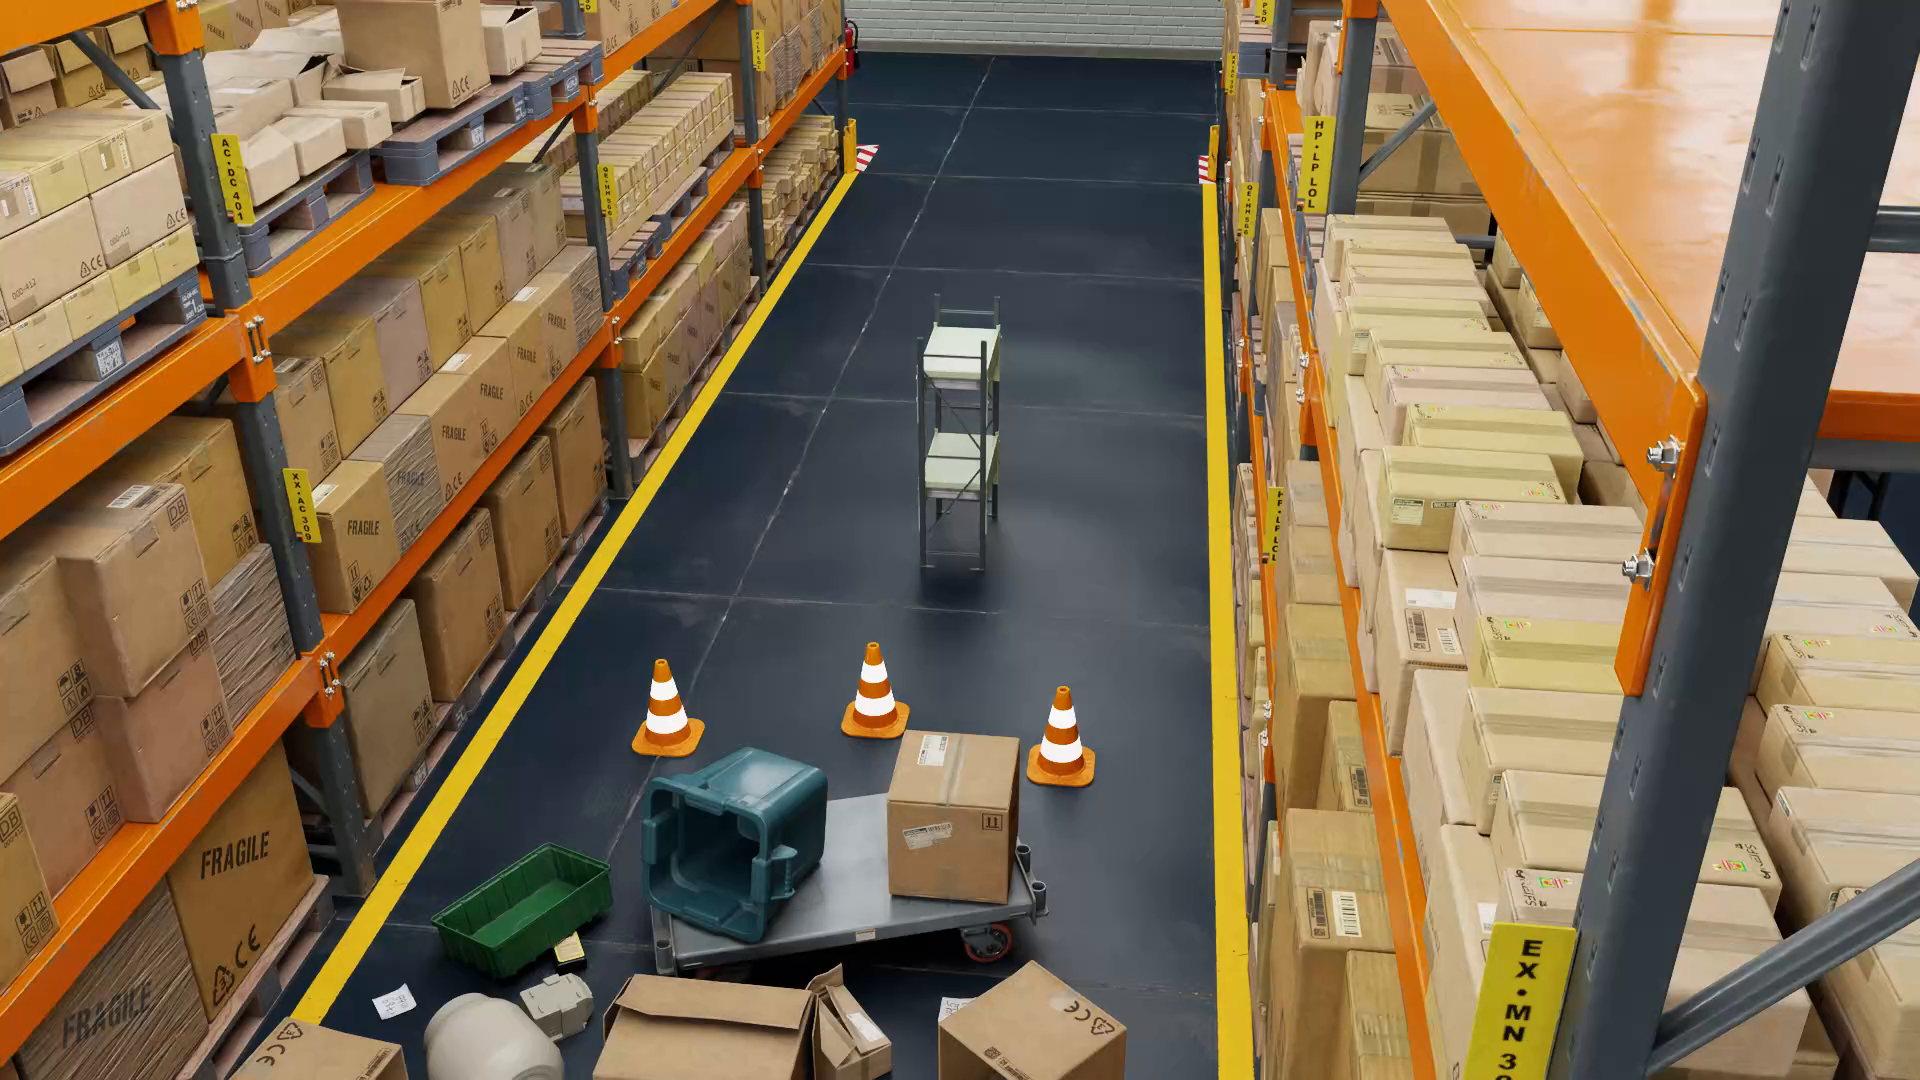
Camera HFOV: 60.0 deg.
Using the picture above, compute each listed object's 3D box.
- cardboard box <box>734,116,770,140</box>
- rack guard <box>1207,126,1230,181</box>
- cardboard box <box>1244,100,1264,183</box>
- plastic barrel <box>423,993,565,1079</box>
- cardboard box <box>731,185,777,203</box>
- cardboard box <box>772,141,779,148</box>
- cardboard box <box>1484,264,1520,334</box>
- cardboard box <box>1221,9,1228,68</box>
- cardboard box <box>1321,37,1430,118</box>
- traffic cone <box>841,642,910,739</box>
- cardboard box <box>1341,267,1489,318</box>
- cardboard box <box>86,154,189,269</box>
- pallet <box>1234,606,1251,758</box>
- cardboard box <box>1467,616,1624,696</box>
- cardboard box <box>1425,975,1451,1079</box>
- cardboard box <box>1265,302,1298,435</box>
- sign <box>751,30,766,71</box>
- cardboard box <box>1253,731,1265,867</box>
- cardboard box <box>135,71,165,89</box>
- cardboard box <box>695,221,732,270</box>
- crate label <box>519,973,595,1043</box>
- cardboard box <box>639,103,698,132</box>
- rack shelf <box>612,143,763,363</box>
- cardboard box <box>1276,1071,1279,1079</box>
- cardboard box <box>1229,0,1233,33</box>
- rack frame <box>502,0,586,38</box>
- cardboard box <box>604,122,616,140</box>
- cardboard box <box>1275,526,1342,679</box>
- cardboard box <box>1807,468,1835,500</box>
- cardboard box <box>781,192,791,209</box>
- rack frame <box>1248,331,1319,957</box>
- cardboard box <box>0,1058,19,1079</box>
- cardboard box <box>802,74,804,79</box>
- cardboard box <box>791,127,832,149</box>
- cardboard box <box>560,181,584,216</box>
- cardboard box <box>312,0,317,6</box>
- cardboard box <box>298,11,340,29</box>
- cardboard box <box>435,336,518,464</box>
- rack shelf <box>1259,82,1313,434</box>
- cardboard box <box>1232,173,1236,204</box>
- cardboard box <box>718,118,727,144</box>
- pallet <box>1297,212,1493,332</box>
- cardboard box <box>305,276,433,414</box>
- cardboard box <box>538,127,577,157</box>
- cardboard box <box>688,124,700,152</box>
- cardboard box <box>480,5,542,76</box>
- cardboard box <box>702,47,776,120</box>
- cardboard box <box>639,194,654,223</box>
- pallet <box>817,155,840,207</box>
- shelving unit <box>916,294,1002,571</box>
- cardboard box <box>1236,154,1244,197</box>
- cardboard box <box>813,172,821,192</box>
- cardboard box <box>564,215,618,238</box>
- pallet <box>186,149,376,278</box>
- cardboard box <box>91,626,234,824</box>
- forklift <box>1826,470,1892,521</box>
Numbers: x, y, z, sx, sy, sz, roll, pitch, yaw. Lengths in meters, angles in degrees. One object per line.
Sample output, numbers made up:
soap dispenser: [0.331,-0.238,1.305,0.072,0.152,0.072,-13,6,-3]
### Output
cardboard box: [-1.836,-3.520,14.178,0.380,0.149,0.250,4,29,8]
rack guard: [3.223,-4.070,17.570,1.175,0.500,0.348,3,28,6]
cardboard box: [2.166,-2.612,11.068,0.500,0.500,0.500,3,28,6]
plastic barrel: [-1.792,2.007,6.371,0.421,0.421,0.512,-24,36,-37]
cardboard box: [-1.873,-3.106,15.081,0.380,0.149,0.250,3,28,5]
cardboard box: [-2.056,-3.982,17.021,0.380,0.149,0.250,4,29,7]
cardboard box: [1.963,-0.672,5.308,0.500,0.250,0.500,3,28,6]
cardboard box: [2.876,-4.994,16.544,0.500,0.500,0.500,3,28,6]
cardboard box: [1.797,-1.932,6.991,0.500,0.250,0.500,4,29,7]
traffic cone: [-0.445,0.747,8.668,0.336,0.463,0.334,3,28,6]
cardboard box: [1.343,-0.694,4.930,0.380,0.149,0.250,2,28,5]
cardboard box: [-2.981,-1.118,5.589,0.500,0.250,0.500,3,28,6]
pallet: [1.991,0.775,8.882,1.003,0.211,1.213,3,28,6]
cardboard box: [1.173,0.278,3.125,0.380,0.149,0.250,4,29,7]
cardboard box: [1.024,0.859,2.887,0.380,0.149,0.250,4,29,7]
cardboard box: [1.771,-0.824,8.047,0.500,0.500,0.500,2,28,4]
sign: [-1.644,-3.996,13.575,0.100,0.325,0.005,3,28,6]
cardboard box: [1.811,1.214,7.453,0.950,0.372,0.625,4,29,7]
cardboard box: [-6.892,-3.660,14.068,0.500,0.500,0.500,3,29,6]
cardboard box: [-2.112,-2.325,13.096,0.500,0.250,0.500,5,29,9]
crate label: [-1.667,1.917,6.839,0.298,0.136,0.250,-17,33,-29]
cardboard box: [-2.182,-3.165,12.450,0.380,0.149,0.250,2,28,5]
rack shelf: [-2.440,-2.258,12.330,1.077,0.370,4.000,3,28,6]
cardboard box: [1.290,1.944,5.438,0.500,0.500,0.500,5,29,9]
cardboard box: [2.767,-4.948,15.404,0.500,0.500,0.500,3,28,6]
rack frame: [-2.685,-4.275,8.989,1.000,3.000,0.127,3,28,6]
cardboard box: [-2.823,-3.070,12.586,0.380,0.149,0.250,4,29,8]
cardboard box: [1.396,0.308,5.335,0.700,0.500,0.500,4,29,6]
cardboard box: [1.832,-0.174,3.965,0.380,0.149,0.250,4,29,7]
cardboard box: [-1.804,-3.225,15.616,0.380,0.149,0.250,5,29,9]
rack frame: [1.750,0.489,6.471,1.000,3.000,0.127,3,28,6]
cardboard box: [-3.542,2.145,5.195,0.875,0.875,0.875,3,28,5]
cardboard box: [-1.710,-4.518,16.030,0.380,0.149,0.250,2,28,4]
cardboard box: [-1.512,-4.083,16.894,0.380,0.149,0.250,3,28,5]
cardboard box: [-2.436,-2.178,10.617,0.380,0.149,0.250,3,28,6]
cardboard box: [-6.942,-5.590,17.600,0.500,0.250,0.500,3,28,5]
cardboard box: [-3.054,-2.553,8.566,0.500,0.250,0.500,4,29,8]
cardboard box: [-2.656,-0.738,8.645,0.500,0.500,0.500,4,29,7]
rack shelf: [1.995,-1.456,7.678,1.077,0.370,4.000,3,28,6]
cardboard box: [2.274,-2.535,12.242,0.500,0.250,0.500,3,28,6]
cardboard box: [-2.078,-3.270,13.271,0.380,0.149,0.250,4,29,6]
pallet: [1.931,-1.033,6.332,1.213,0.211,1.003,3,28,6]
cardboard box: [-2.997,-0.949,7.981,0.700,0.500,0.500,4,29,7]
cardboard box: [-2.920,-2.836,11.838,0.380,0.149,0.250,5,29,9]
cardboard box: [-2.175,-3.031,12.514,0.380,0.149,0.250,2,28,4]
cardboard box: [-2.516,-2.634,8.652,0.500,0.311,0.500,3,28,6]
cardboard box: [-1.884,-3.910,14.218,0.500,0.500,0.500,3,28,5]
cardboard box: [-2.333,-2.287,11.447,0.380,0.149,0.250,5,29,9]
pallet: [-1.849,-3.756,17.291,1.003,0.211,1.213,3,28,6]
shelving unit: [-0.001,-0.657,10.181,0.431,1.500,0.755,3,28,6]
cardboard box: [2.212,-2.518,11.685,0.500,0.250,0.500,3,28,5]
cardboard box: [-1.598,-3.582,16.592,0.380,0.149,0.250,2,28,4]
cardboard box: [-2.427,-2.055,10.702,0.380,0.149,0.250,5,29,8]
pallet: [-3.112,-1.421,7.057,0.805,0.209,1.217,2,28,4]
cardboard box: [-3.254,0.618,6.075,0.875,0.550,0.550,3,28,6]
forklift: [4.760,-1.040,9.382,1.130,2.935,3.031,3,28,5]
